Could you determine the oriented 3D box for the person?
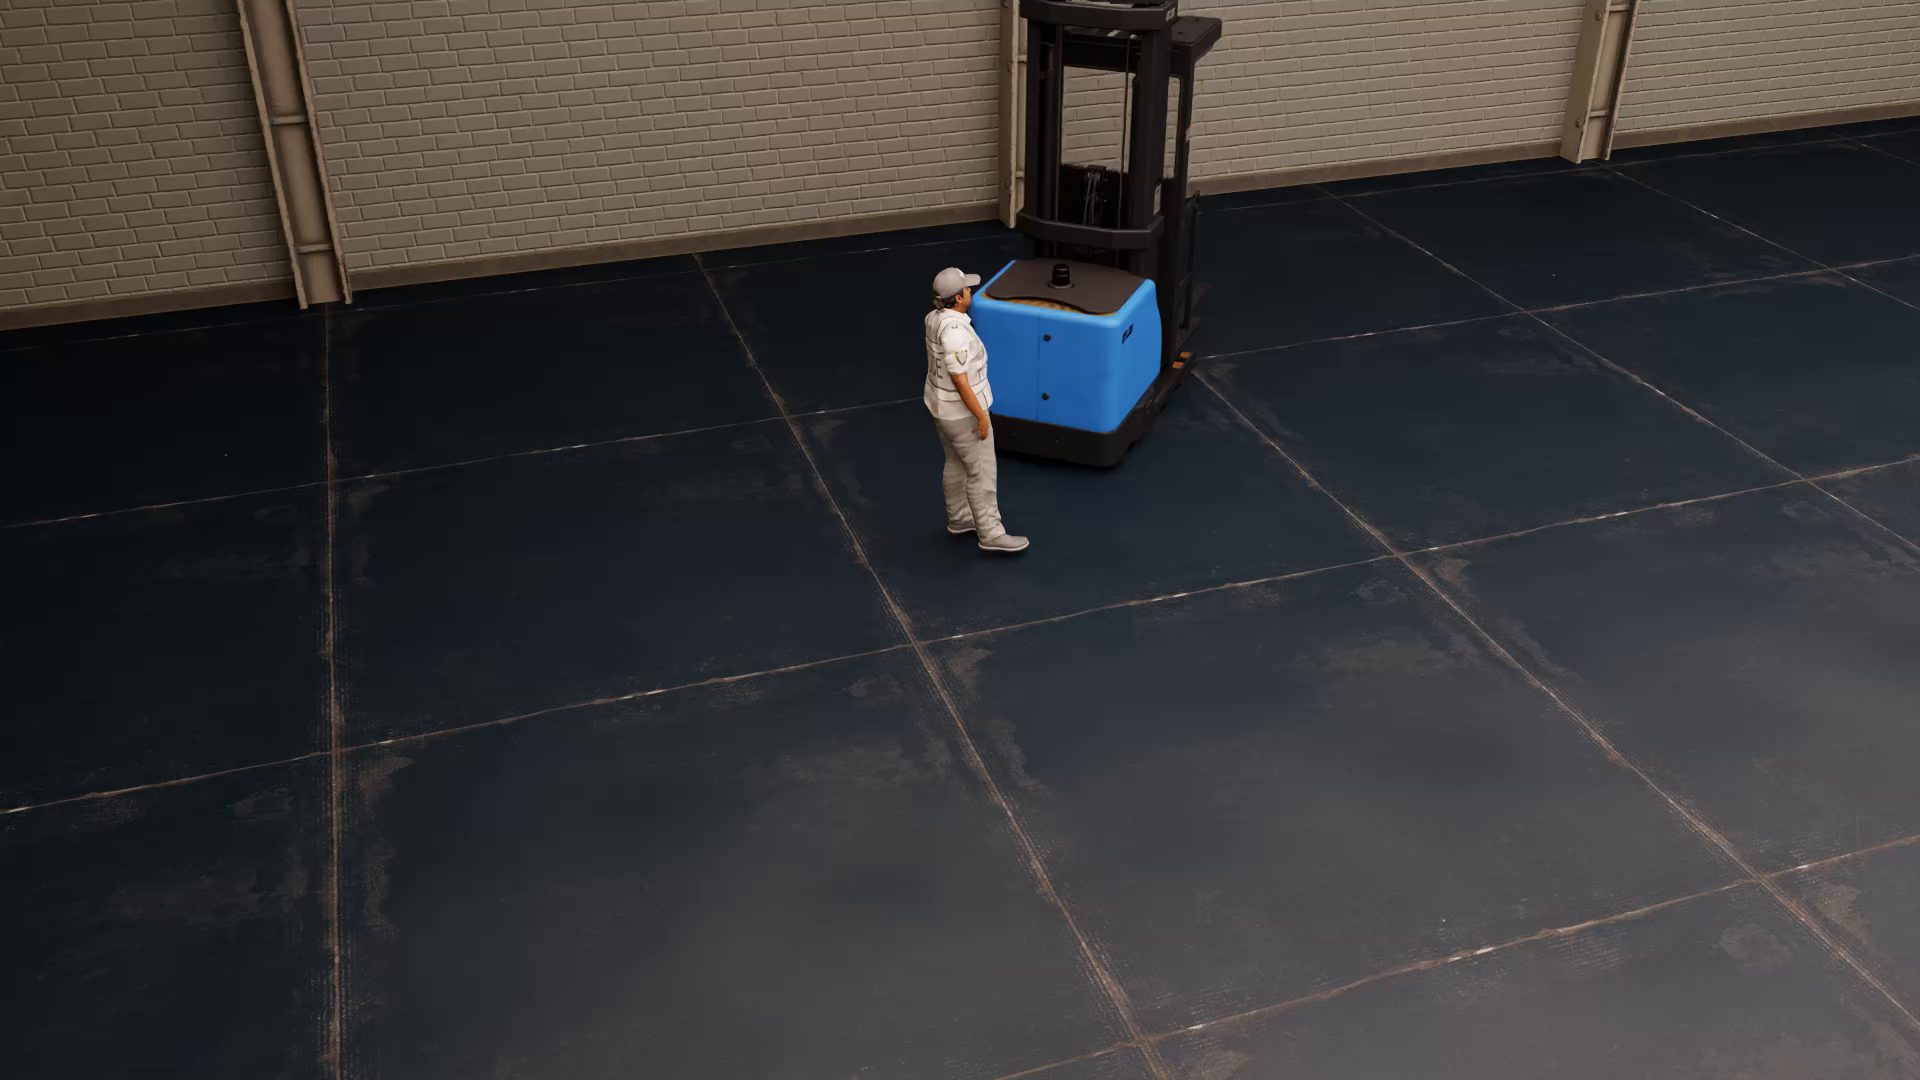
[{"bbox_3d":[0.080,-0.765,9.589,0.529,1.669,0.599,-10,31,-16],"label":"person"}]

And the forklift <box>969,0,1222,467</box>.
[{"bbox_3d":[1.074,-2.459,11.361,1.130,2.935,3.031,12,32,19],"label":"forklift"}]
